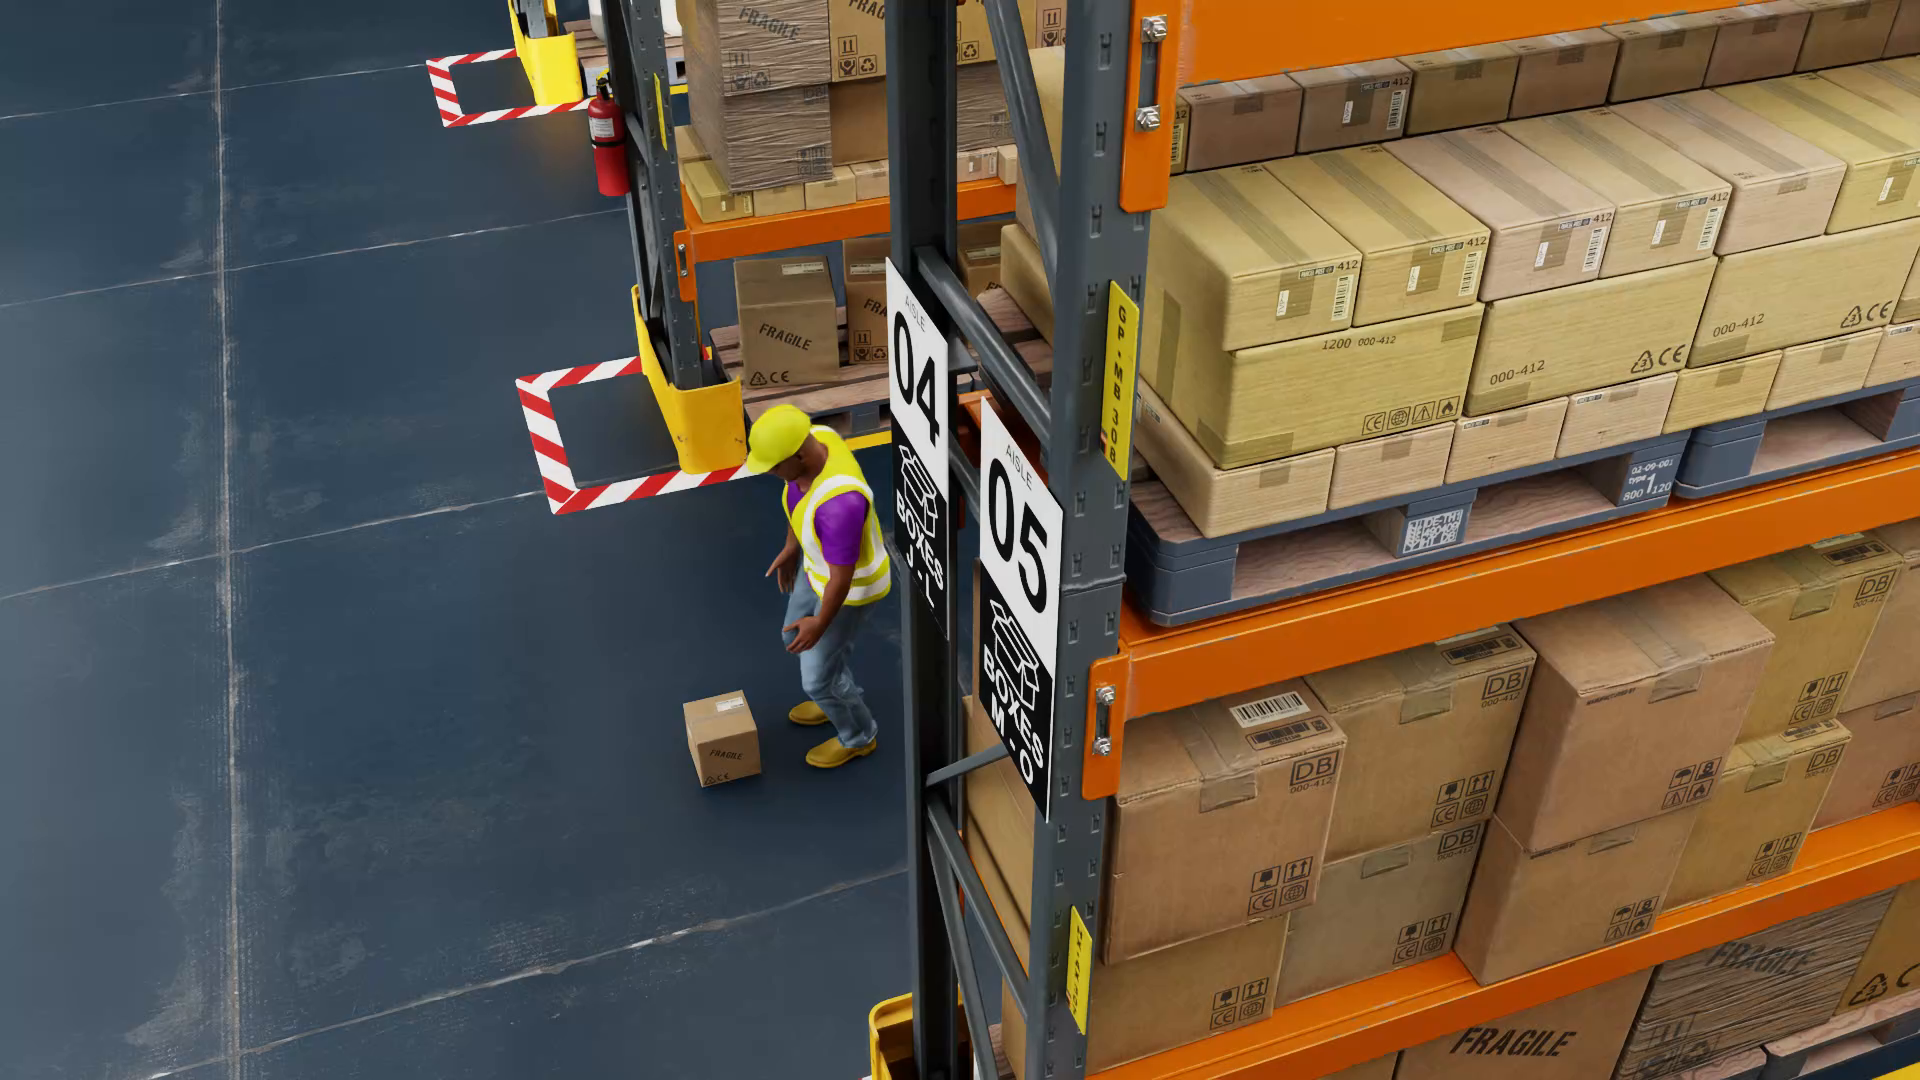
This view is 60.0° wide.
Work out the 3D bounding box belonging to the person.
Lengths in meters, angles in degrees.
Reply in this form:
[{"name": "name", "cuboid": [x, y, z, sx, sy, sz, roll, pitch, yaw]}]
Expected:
[{"name": "person", "cuboid": [-0.532, 0.172, 6.479, 0.511, 1.682, 0.602, -12, 39, -15]}]
